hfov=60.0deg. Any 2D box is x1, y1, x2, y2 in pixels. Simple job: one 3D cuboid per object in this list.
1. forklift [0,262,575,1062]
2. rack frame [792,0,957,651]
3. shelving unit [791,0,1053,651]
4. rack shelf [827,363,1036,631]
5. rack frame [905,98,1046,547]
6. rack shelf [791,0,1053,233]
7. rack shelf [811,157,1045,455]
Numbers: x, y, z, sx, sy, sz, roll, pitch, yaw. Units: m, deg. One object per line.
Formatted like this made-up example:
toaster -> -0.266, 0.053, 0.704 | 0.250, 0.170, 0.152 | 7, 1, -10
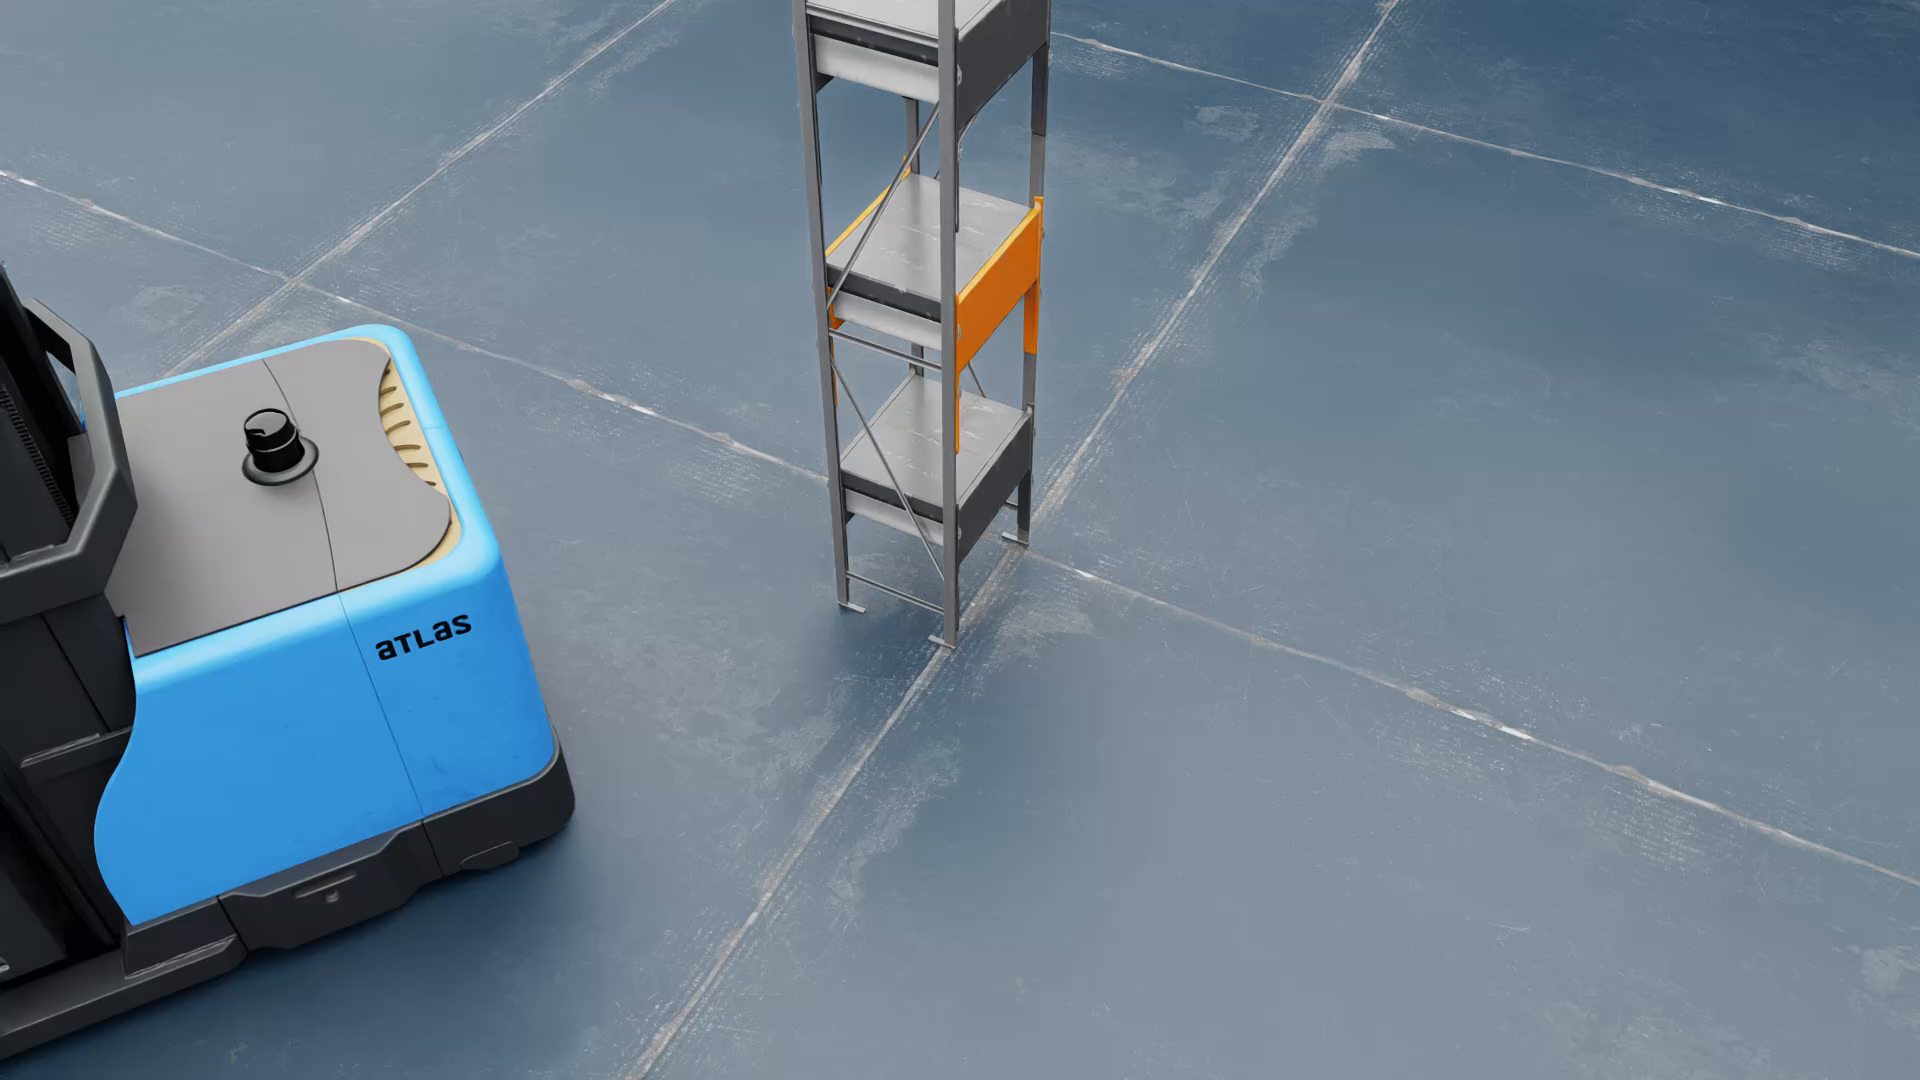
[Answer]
forklift -> -2.582, -0.082, 3.271 | 3.031, 2.935, 1.130 | -20, 49, -18
rack frame -> -0.190, -0.480, 4.248 | 0.400, 2.100, 0.015 | 20, 49, 19
shelving unit -> -0.077, -0.634, 4.400 | 0.431, 2.100, 0.503 | 20, 49, 19
rack shelf -> -0.077, -0.132, 4.908 | 0.431, 0.518, 0.480 | 20, 49, 19
rack frame -> 0.036, -0.788, 4.552 | 0.400, 2.100, 0.015 | 20, 49, 19
rack shelf -> -0.077, -1.116, 3.912 | 0.431, 0.518, 0.480 | 20, 49, 19
rack shelf -> -0.077, -0.624, 4.410 | 0.431, 0.518, 0.480 | 20, 49, 19
